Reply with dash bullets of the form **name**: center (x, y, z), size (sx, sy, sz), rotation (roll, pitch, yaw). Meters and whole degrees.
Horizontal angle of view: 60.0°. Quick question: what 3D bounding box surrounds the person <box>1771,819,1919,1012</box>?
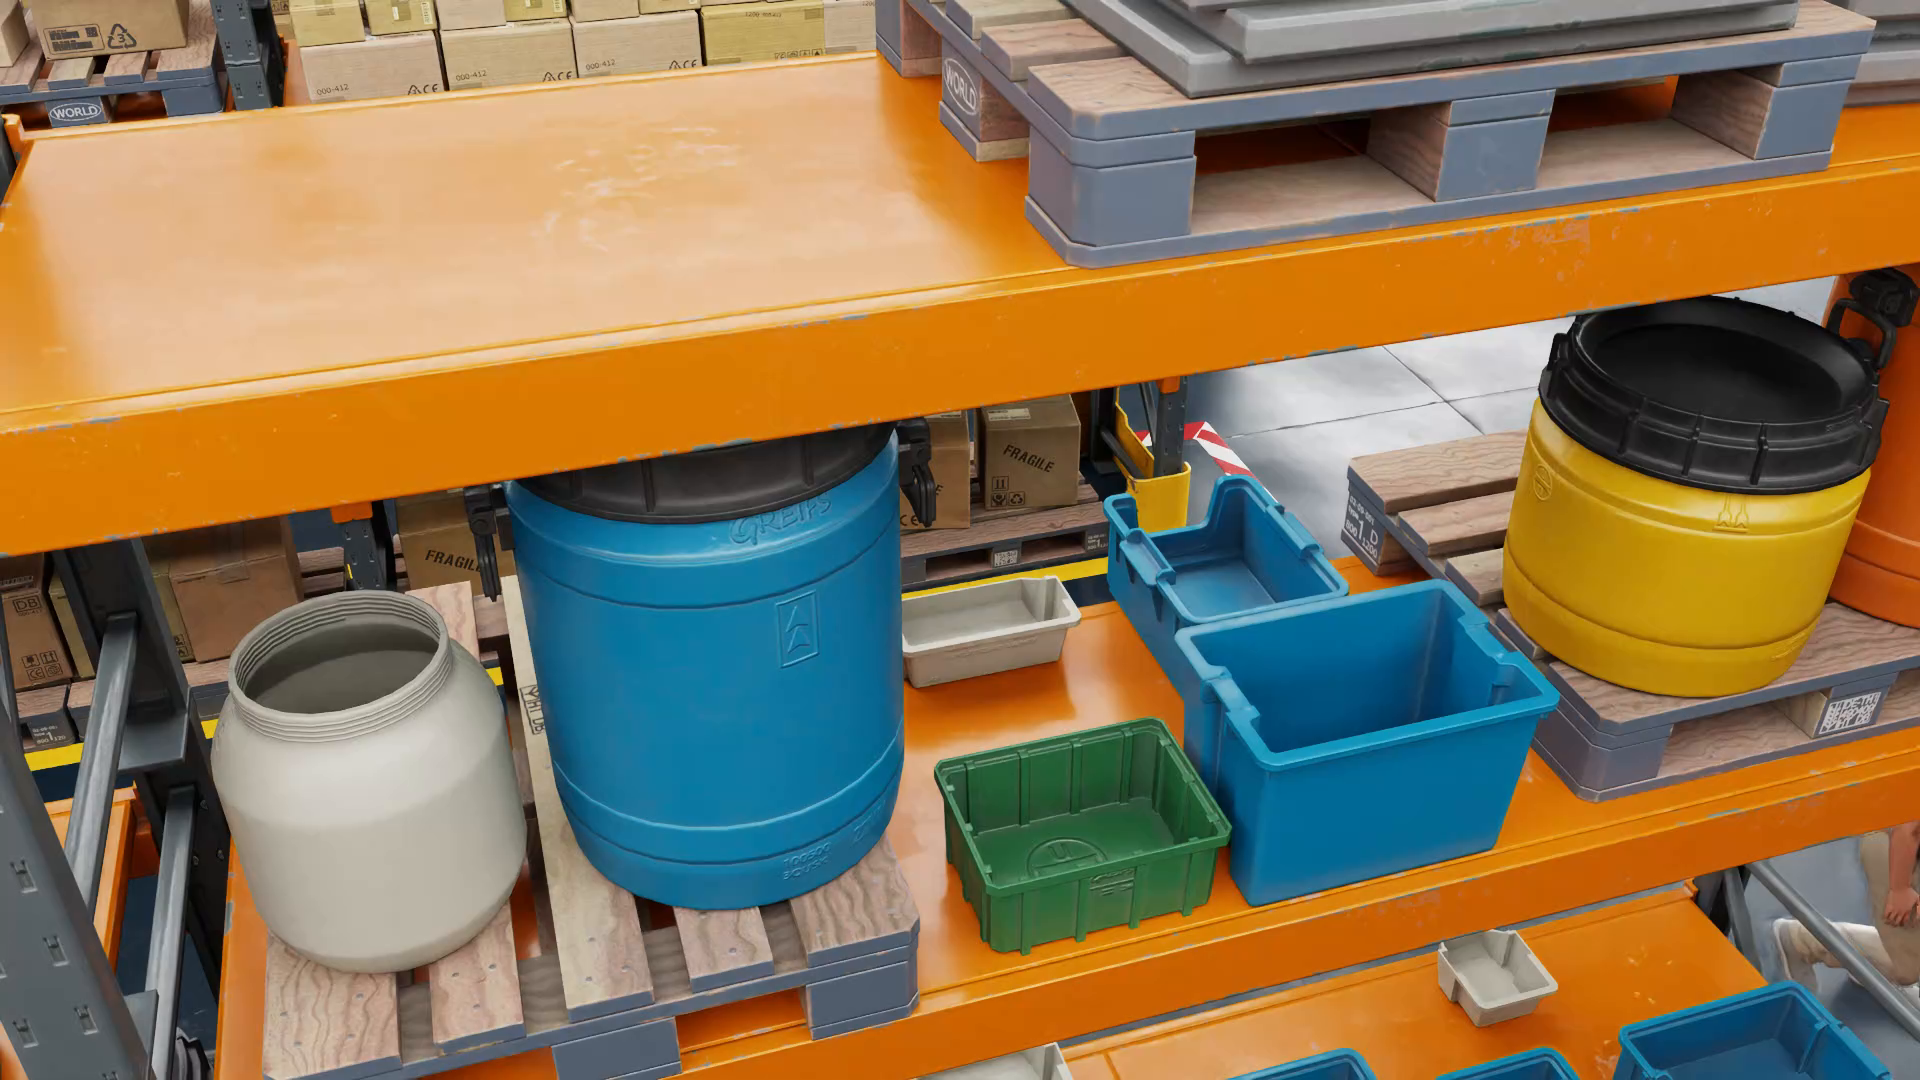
- **person**: center (3.325, 1.065, 5.833), size (0.582, 1.705, 0.549), rotation (28, 43, 35)
